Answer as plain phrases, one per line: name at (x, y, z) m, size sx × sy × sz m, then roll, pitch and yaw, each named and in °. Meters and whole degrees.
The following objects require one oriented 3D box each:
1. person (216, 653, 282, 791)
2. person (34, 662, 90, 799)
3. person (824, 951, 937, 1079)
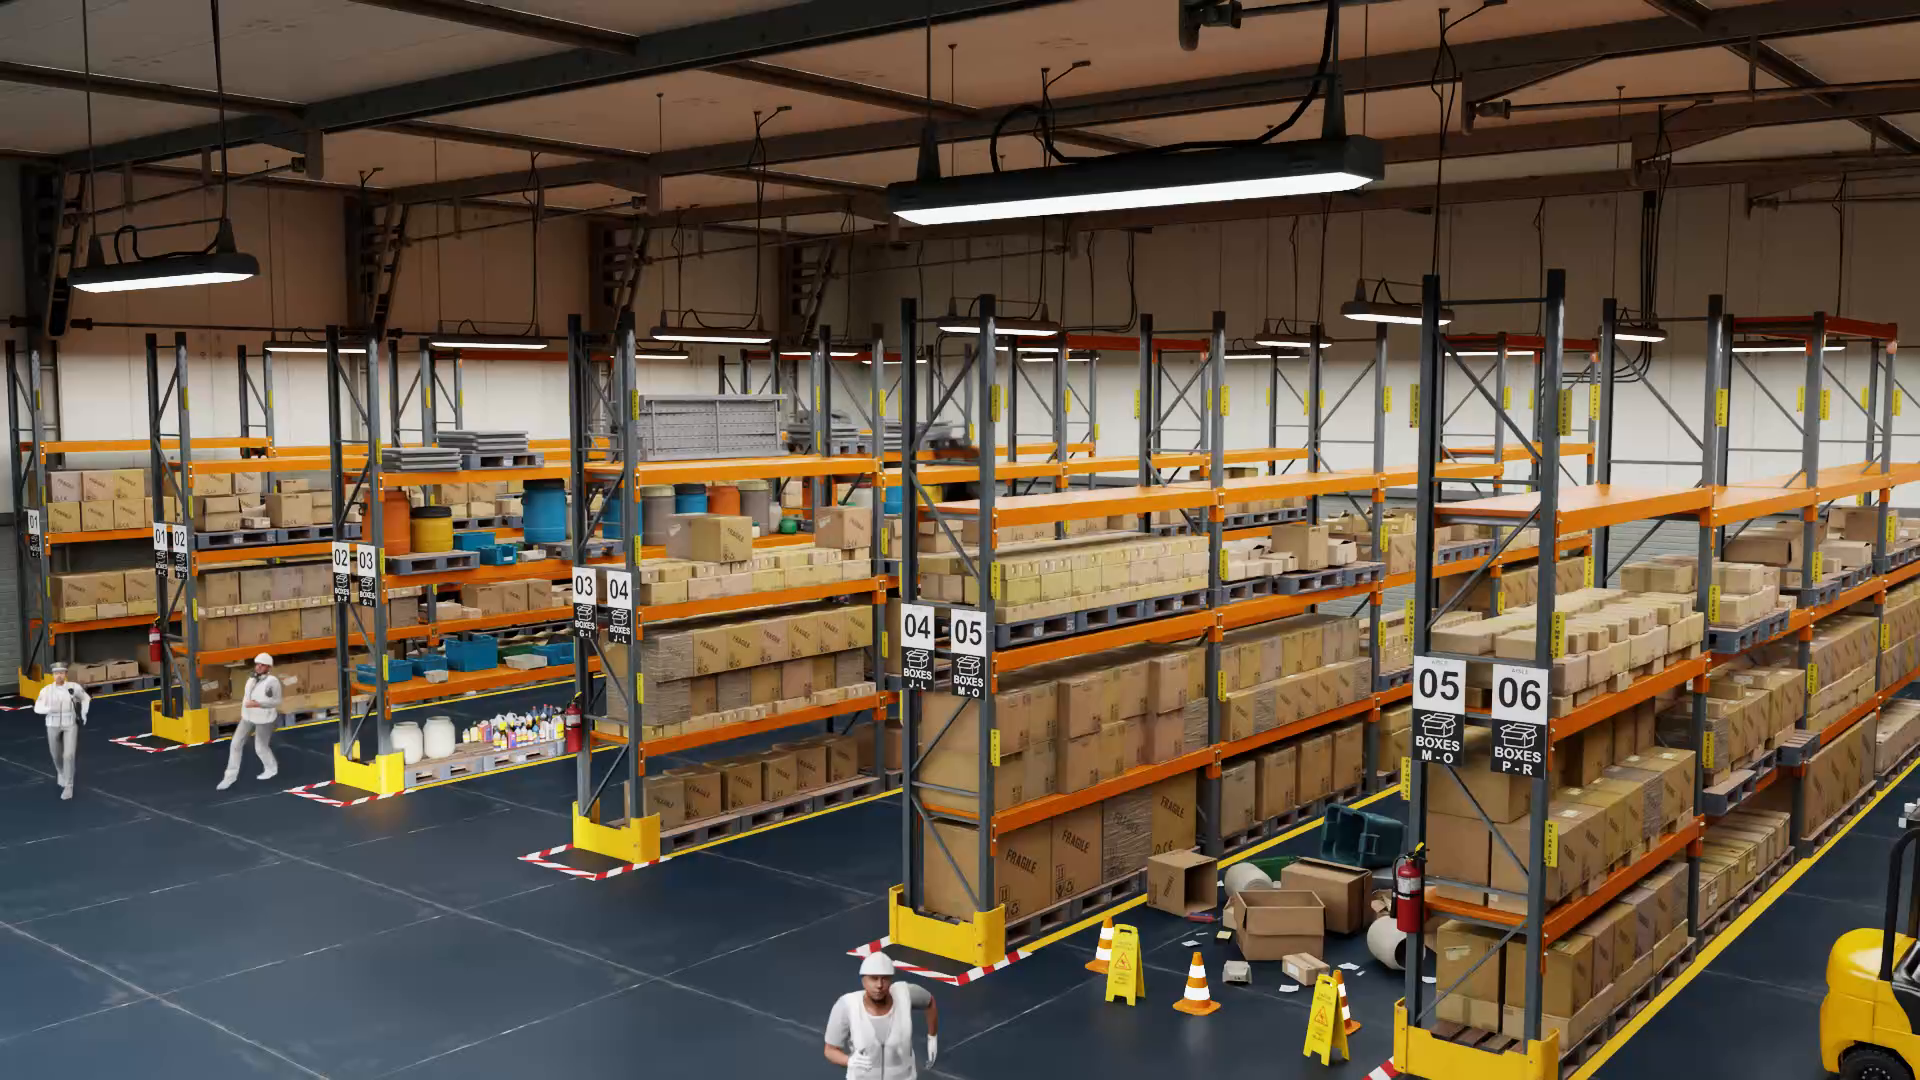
person at (-9.158, 2.342, 21.669) m, size 0.720 × 1.744 × 0.843 m, roll 2°, pitch 5°, yaw 18°
person at (-11.462, 2.385, 21.243) m, size 0.605 × 1.686 × 0.911 m, roll -2°, pitch 6°, yaw -21°
person at (-0.476, 3.365, 10.201) m, size 0.715 × 1.779 × 0.832 m, roll -1°, pitch 5°, yaw -6°
